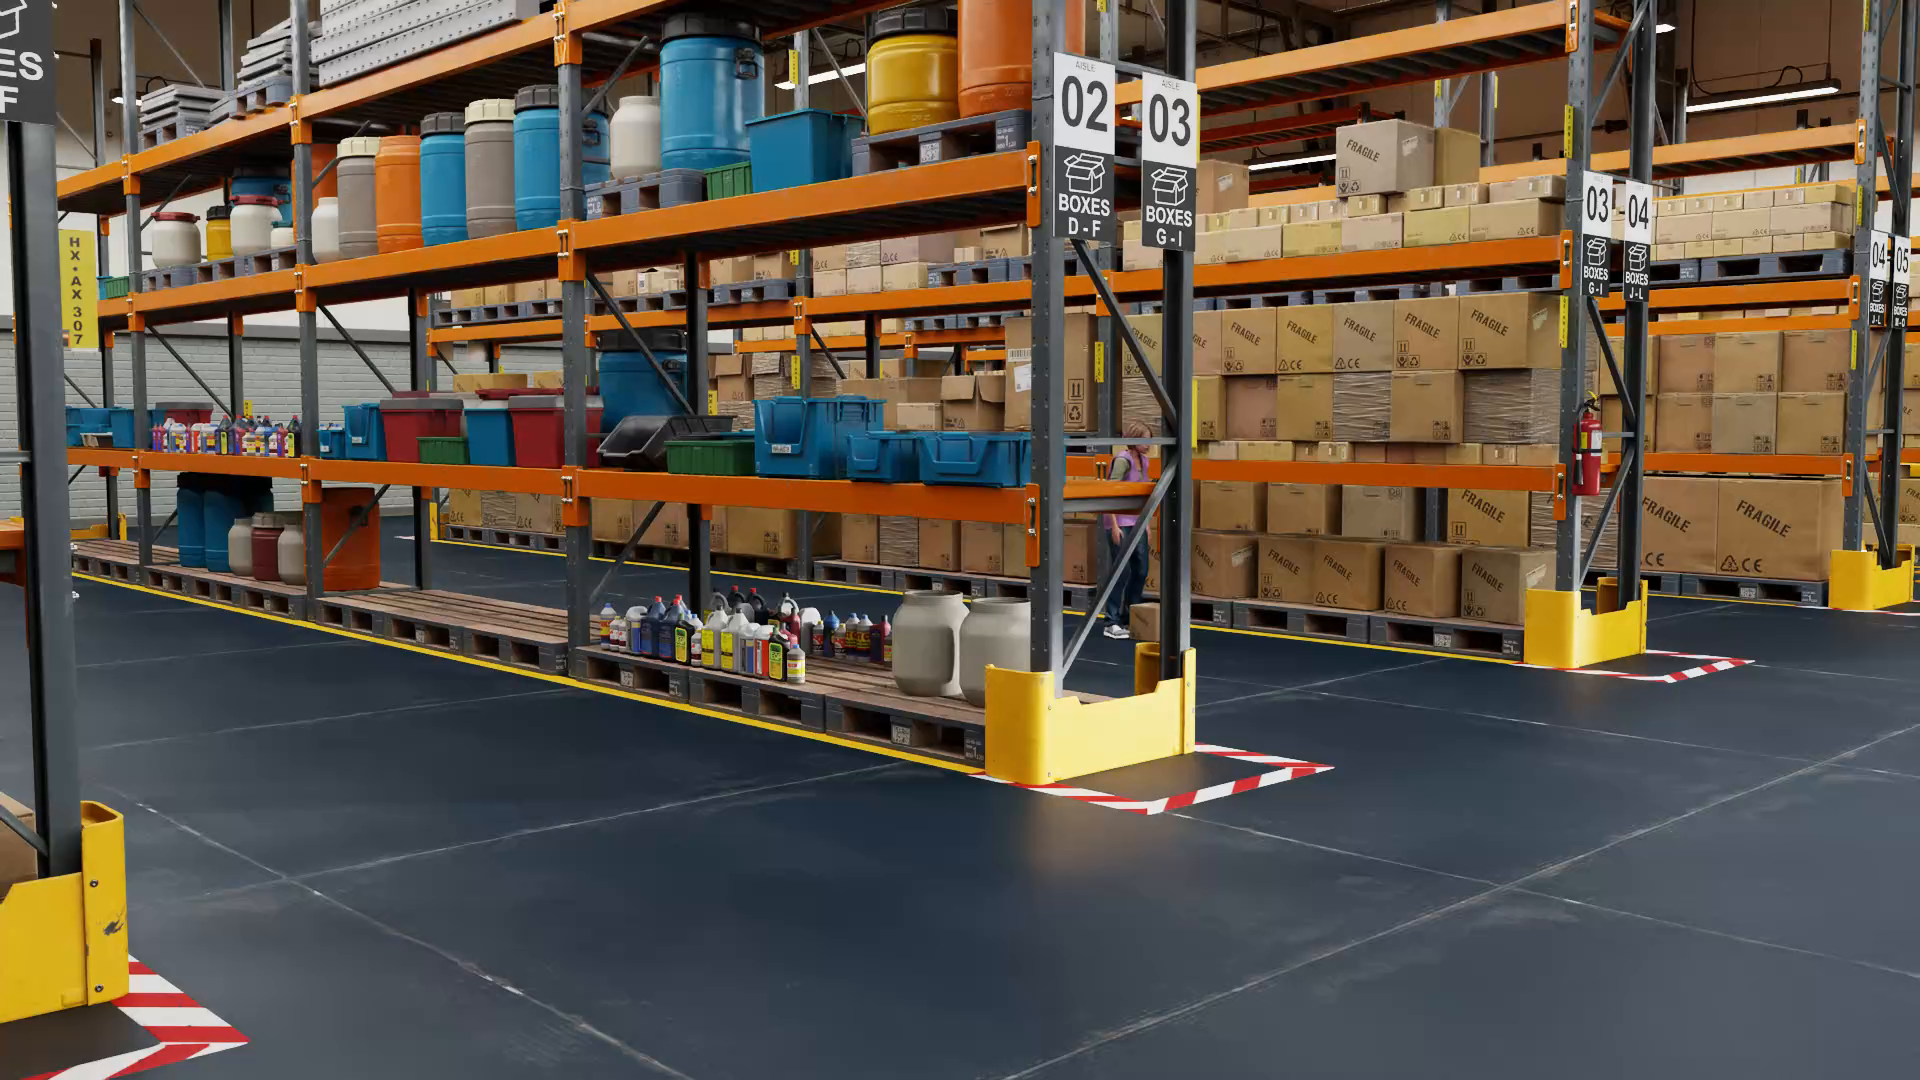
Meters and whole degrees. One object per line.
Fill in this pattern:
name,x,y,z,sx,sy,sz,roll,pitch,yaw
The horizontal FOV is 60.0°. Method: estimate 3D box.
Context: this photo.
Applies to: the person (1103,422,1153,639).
person,1.255,-0.072,12.362,0.347,1.580,0.482,4,6,43
